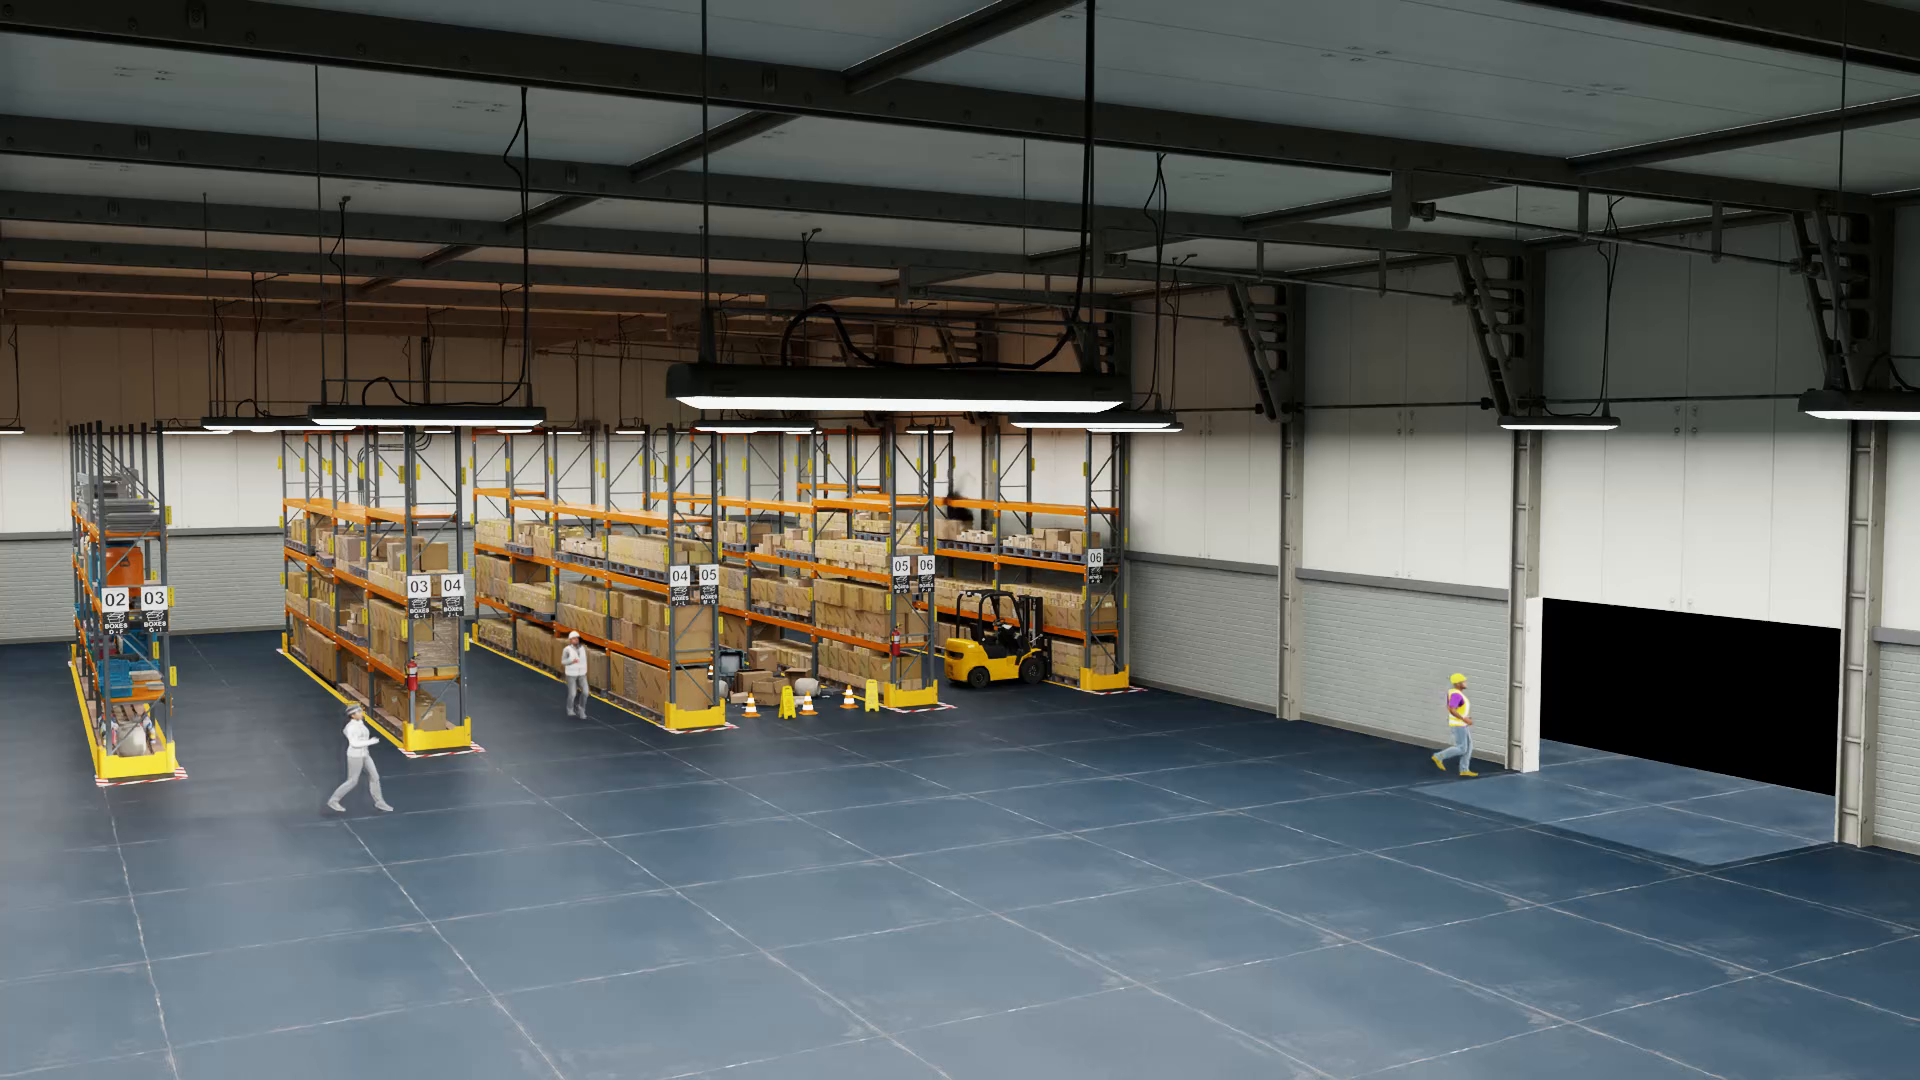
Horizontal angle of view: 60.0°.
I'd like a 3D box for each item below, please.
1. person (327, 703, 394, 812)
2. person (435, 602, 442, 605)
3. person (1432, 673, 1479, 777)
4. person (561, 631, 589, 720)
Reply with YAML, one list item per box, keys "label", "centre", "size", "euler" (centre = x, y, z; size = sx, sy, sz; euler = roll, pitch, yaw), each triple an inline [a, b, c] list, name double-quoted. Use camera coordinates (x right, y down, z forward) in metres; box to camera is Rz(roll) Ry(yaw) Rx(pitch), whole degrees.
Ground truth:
- label: "person"
  centre: [-9.126, 3.310, 25.277]
  size: [0.938, 1.688, 0.621]
  euler: [0, 4, -3]
- label: "person"
  centre: [-14.284, 2.081, 45.255]
  size: [0.750, 1.714, 0.540]
  euler: [-1, 4, -18]
- label: "person"
  centre: [8.359, 3.115, 28.041]
  size: [0.773, 1.741, 0.719]
  euler: [1, 4, 14]
- label: "person"
  centre: [-7.780, 2.758, 33.742]
  size: [0.637, 1.814, 0.711]
  euler: [-2, 4, -34]
